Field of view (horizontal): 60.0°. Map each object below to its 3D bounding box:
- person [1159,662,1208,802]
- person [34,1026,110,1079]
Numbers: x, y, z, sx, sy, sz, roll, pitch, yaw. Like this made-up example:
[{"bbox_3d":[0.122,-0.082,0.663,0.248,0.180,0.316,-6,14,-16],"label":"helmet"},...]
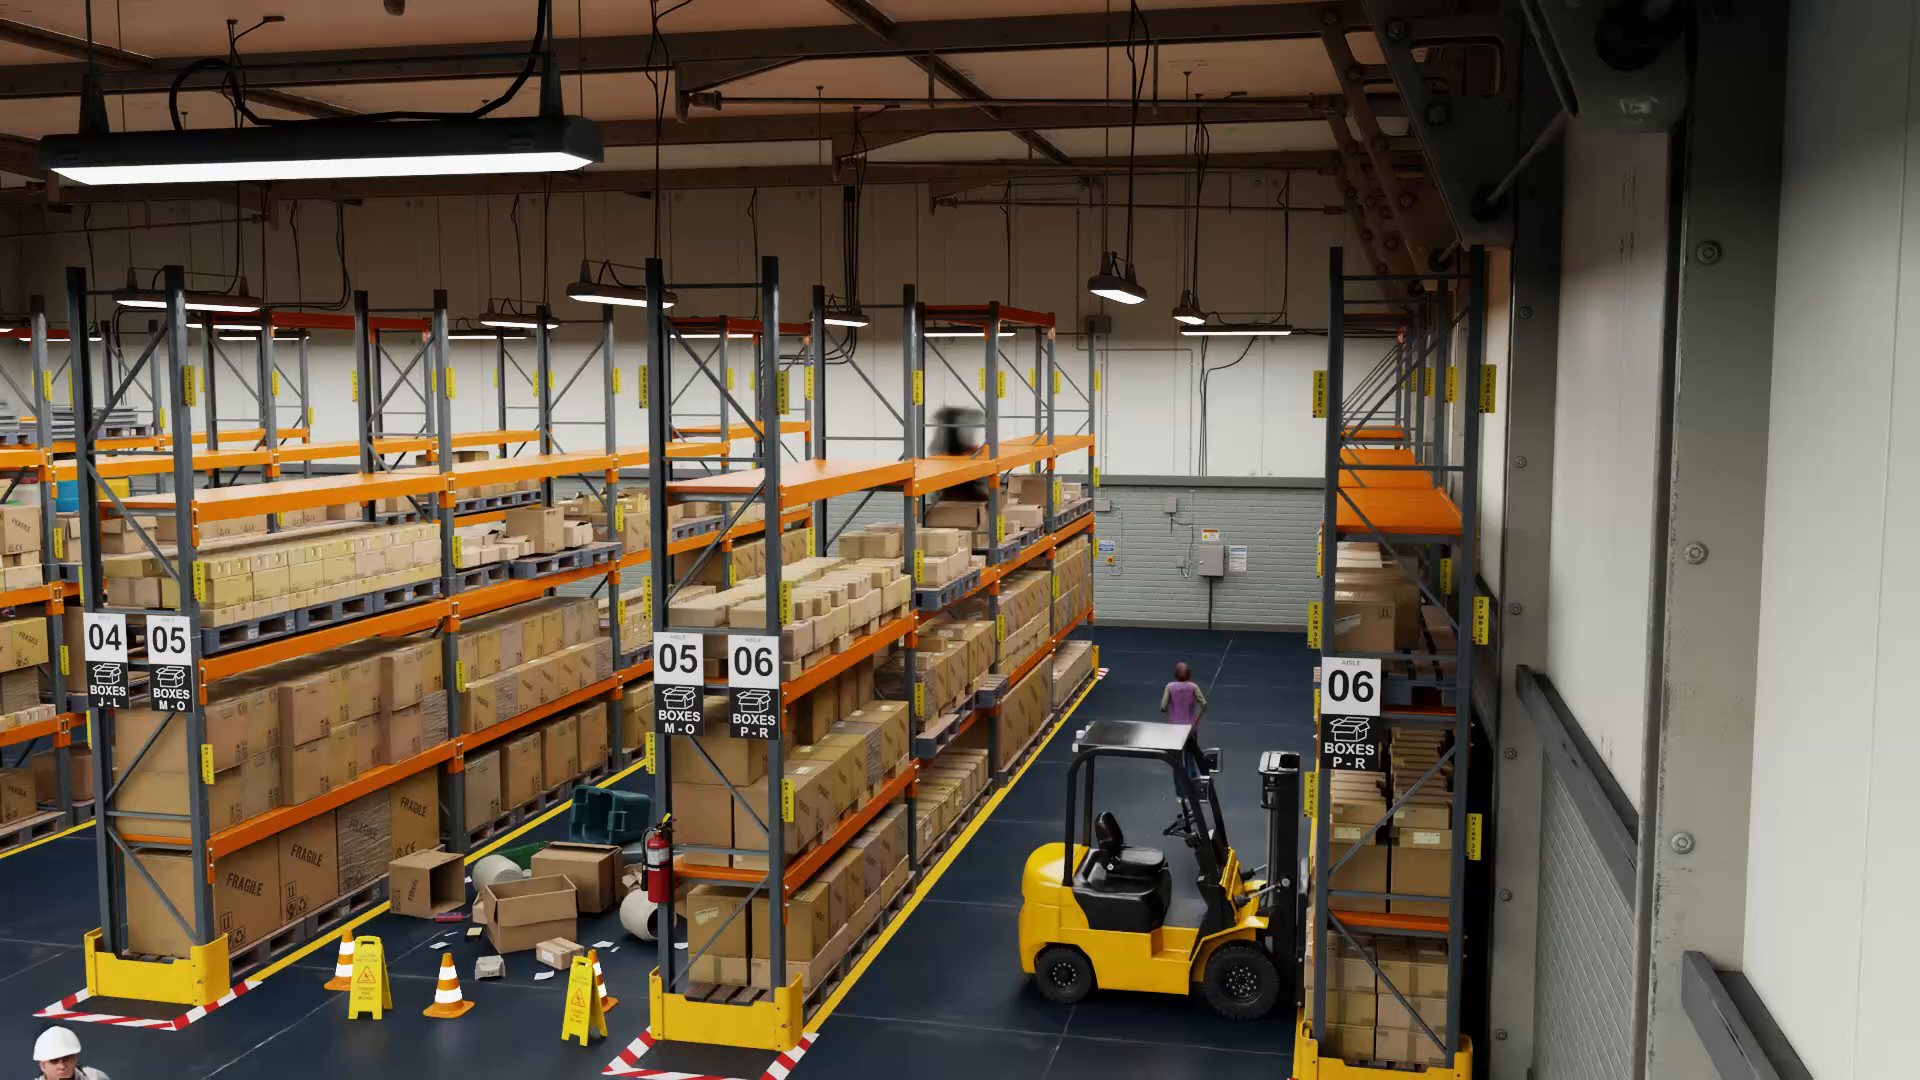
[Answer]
[{"bbox_3d":[2.542,2.183,18.988,0.540,1.606,0.610,0,6,4],"label":"person"},{"bbox_3d":[-4.856,3.418,8.962,0.659,1.726,0.754,-5,7,-39],"label":"person"}]
